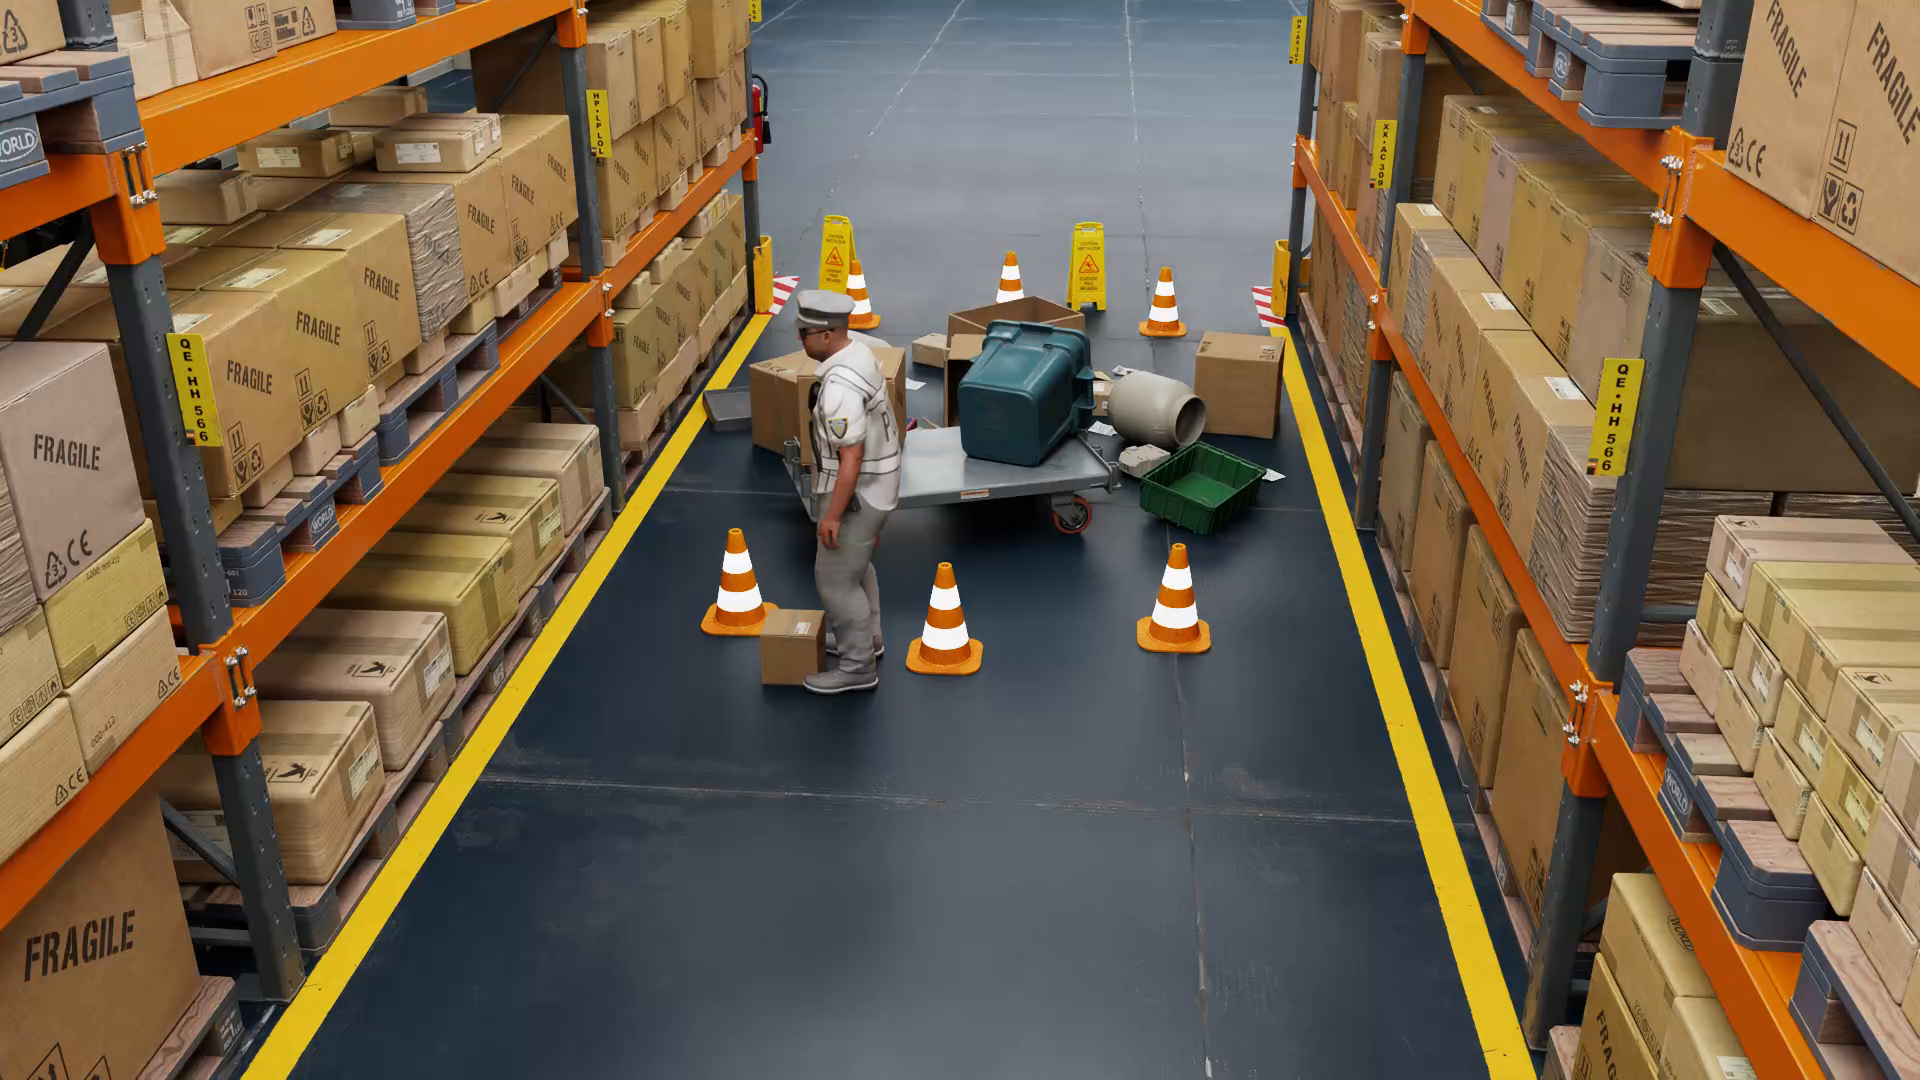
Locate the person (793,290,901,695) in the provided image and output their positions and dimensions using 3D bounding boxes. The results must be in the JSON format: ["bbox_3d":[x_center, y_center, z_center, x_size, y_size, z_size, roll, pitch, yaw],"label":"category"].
[{"bbox_3d":[-0.466,-0.202,7.036,0.434,1.751,0.605,1,24,2],"label":"person"}]
